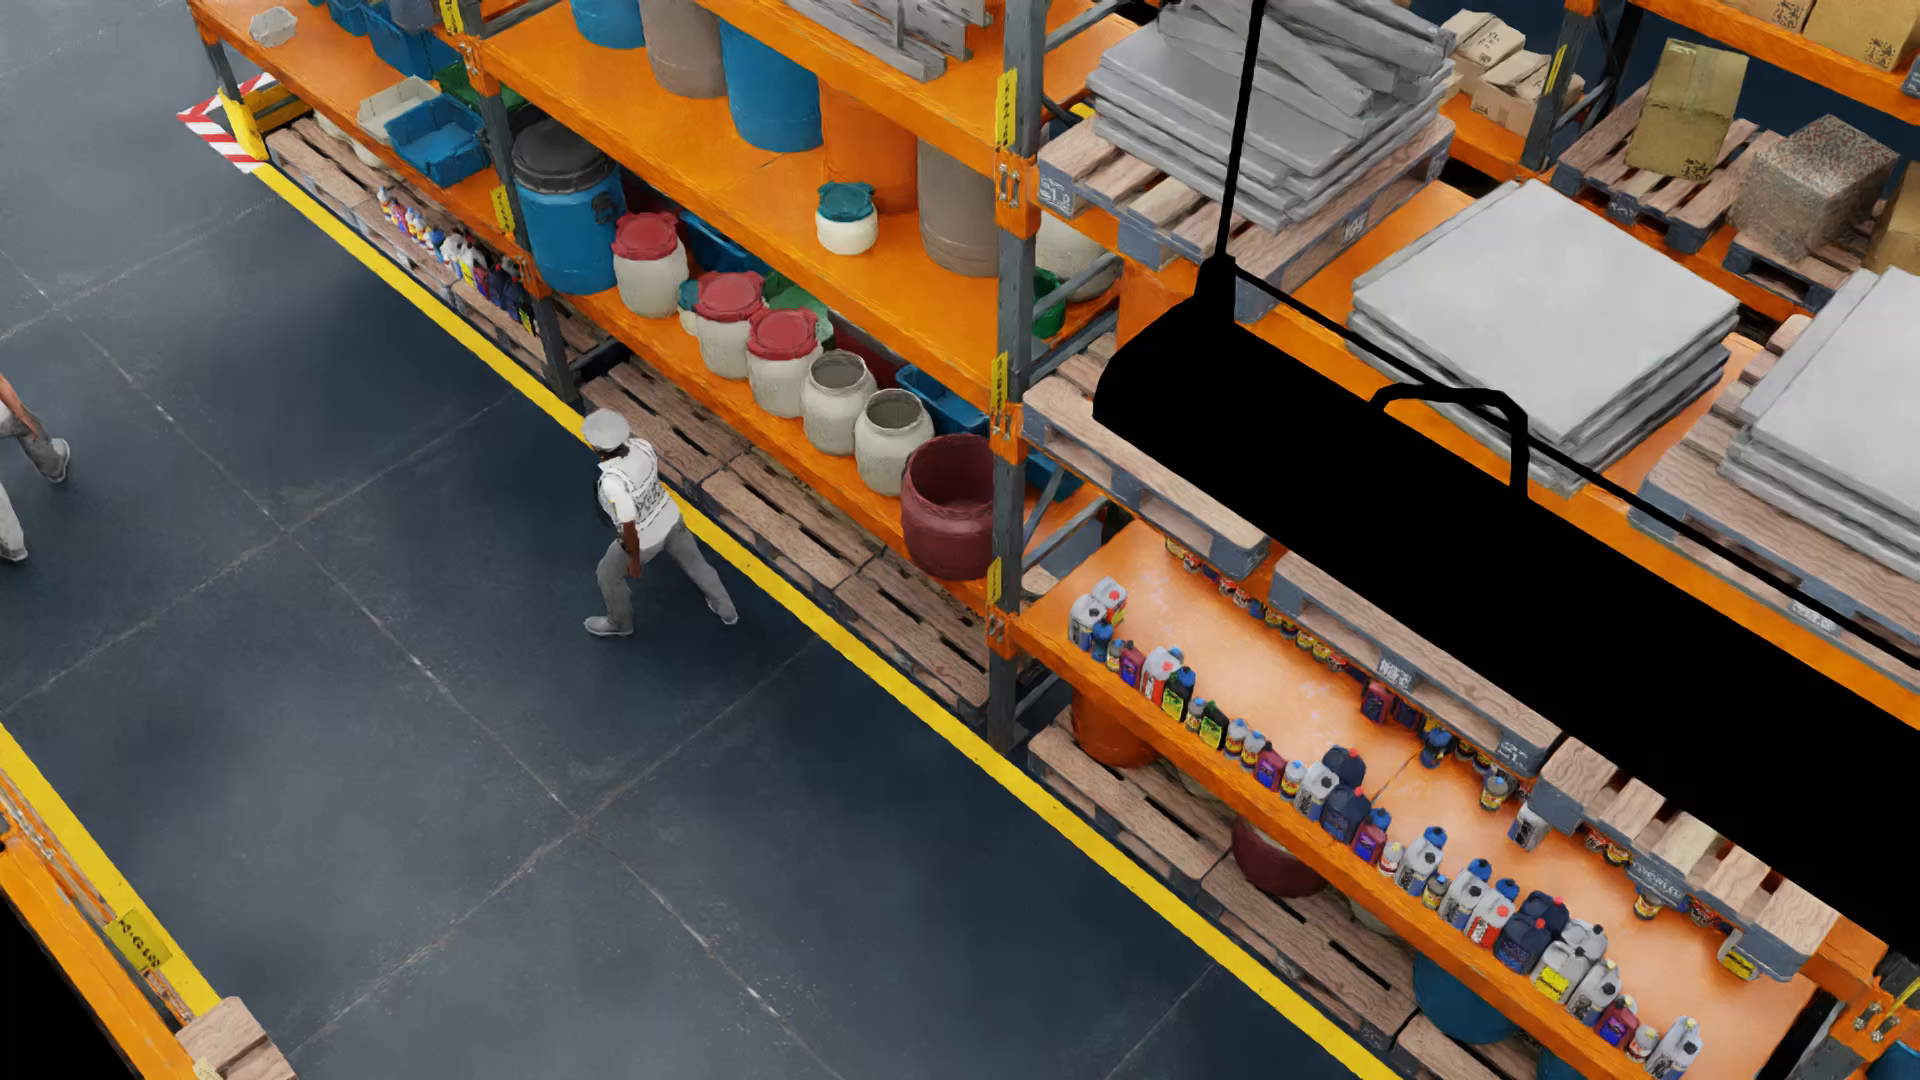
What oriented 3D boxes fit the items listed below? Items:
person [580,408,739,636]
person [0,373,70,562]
[{"bbox_3d":[-1.765,-0.042,9.369,0.822,1.608,0.622,22,53,17],"label":"person"},{"bbox_3d":[-5.868,-0.750,9.912,0.581,1.698,0.979,-19,53,-15],"label":"person"}]
